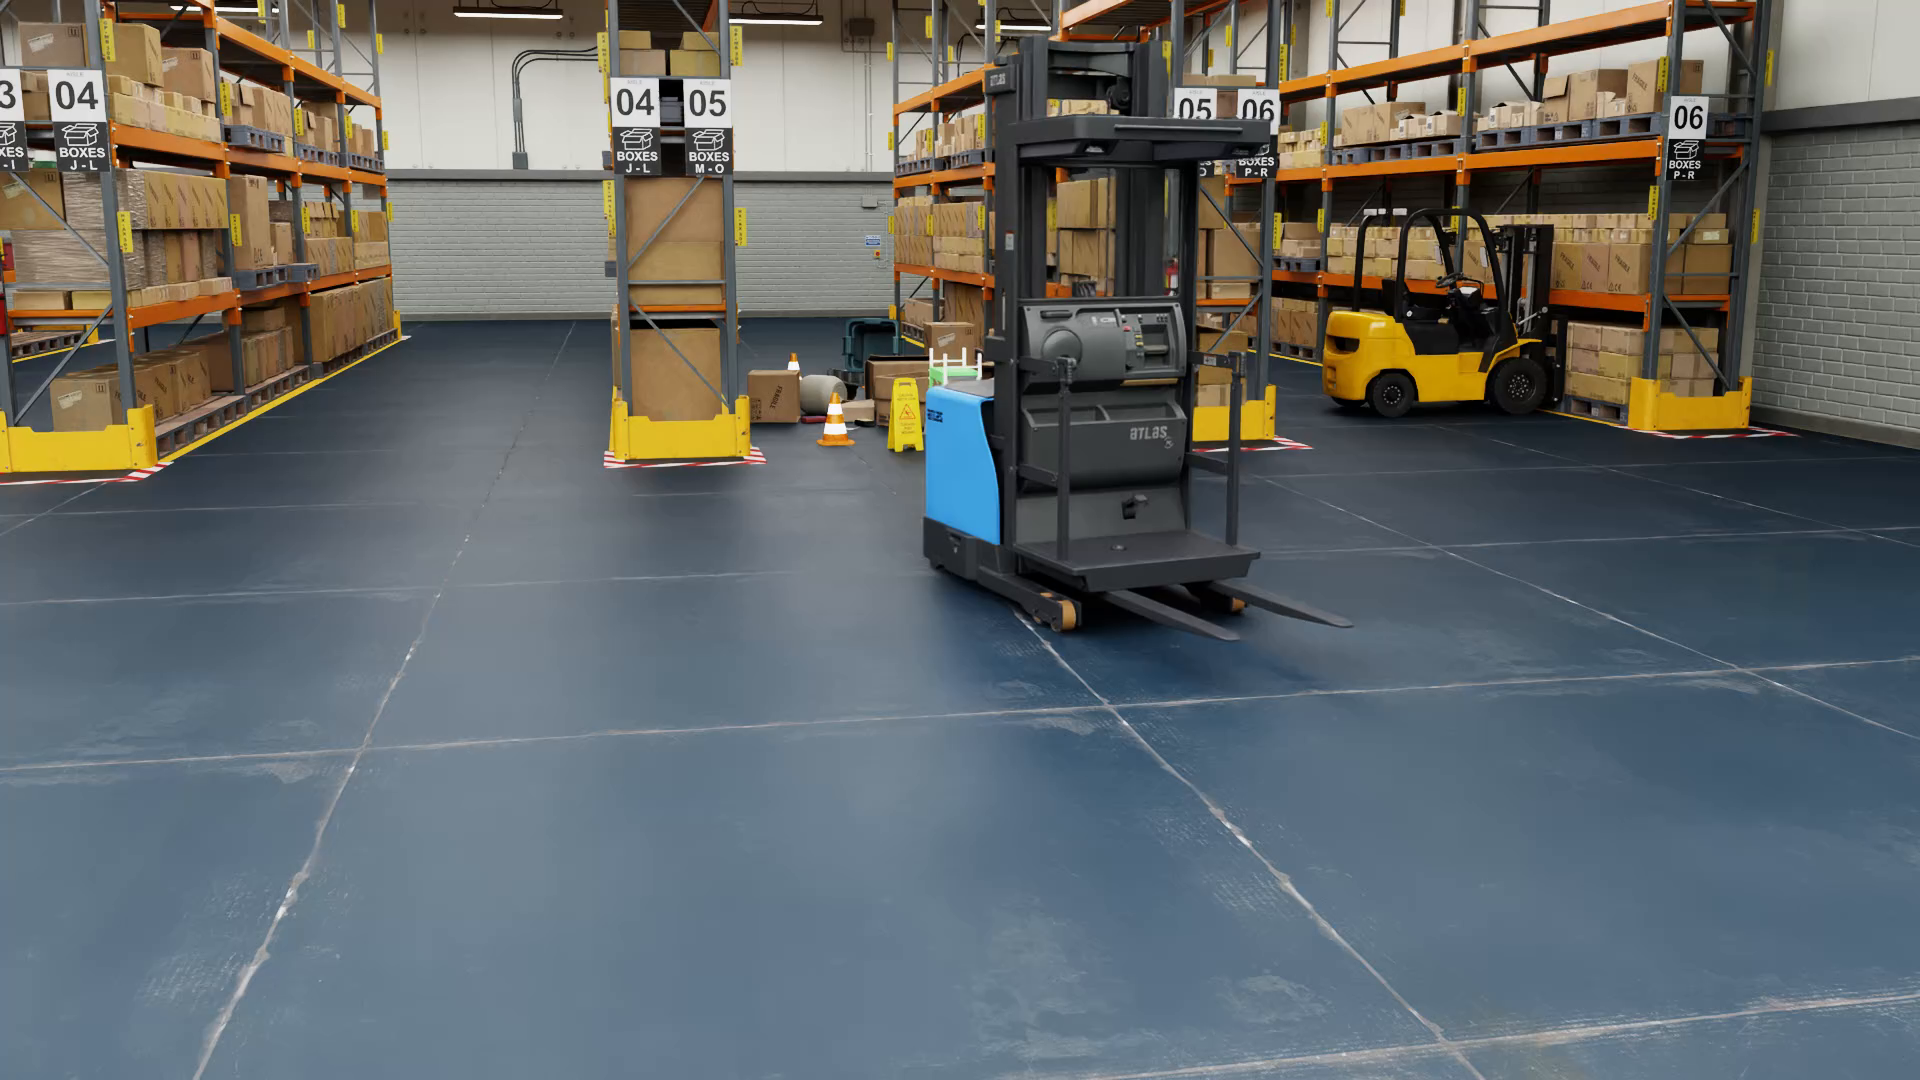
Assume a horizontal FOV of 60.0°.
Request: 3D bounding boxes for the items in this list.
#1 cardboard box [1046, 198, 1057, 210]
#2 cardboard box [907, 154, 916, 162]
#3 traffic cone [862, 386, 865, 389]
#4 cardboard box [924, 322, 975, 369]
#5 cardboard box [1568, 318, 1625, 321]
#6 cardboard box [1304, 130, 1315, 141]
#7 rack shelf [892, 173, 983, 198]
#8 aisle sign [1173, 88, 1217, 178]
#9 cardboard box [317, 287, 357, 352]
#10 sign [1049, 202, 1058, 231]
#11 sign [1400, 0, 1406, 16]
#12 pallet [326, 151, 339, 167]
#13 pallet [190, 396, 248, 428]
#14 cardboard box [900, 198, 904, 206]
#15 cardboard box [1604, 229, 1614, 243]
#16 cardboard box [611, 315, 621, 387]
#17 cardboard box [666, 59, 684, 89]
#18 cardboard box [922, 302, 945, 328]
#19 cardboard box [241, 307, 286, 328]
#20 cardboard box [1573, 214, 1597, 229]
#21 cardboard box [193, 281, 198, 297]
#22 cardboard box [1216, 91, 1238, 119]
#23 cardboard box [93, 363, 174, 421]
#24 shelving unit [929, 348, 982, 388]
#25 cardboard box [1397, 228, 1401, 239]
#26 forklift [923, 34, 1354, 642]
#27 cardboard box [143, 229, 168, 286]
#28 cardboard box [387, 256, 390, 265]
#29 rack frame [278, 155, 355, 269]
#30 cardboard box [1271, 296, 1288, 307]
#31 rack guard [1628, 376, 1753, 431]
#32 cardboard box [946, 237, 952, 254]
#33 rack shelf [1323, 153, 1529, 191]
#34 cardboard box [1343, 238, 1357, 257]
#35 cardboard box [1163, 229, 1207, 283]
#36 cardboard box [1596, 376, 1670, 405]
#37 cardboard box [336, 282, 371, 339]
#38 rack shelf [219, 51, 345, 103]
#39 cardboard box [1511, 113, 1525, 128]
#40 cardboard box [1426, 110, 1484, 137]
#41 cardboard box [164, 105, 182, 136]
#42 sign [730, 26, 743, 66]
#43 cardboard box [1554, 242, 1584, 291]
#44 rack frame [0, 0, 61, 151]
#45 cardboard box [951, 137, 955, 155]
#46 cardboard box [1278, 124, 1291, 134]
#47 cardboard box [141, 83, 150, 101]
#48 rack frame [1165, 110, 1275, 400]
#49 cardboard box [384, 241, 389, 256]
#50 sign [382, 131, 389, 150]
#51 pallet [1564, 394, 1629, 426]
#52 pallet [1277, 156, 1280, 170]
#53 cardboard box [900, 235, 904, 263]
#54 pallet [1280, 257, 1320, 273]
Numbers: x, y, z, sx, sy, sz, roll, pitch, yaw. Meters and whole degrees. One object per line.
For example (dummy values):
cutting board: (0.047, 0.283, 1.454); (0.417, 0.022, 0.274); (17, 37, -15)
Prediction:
cardboard box: (1.158, -4.077, 20.175); (0.380, 0.149, 0.250); (-2, 11, -13)
cardboard box: (-0.731, -6.753, 29.414); (0.380, 0.149, 0.250); (-2, 11, -9)
traffic cone: (-1.035, -2.102, 20.502); (0.336, 0.463, 0.334); (-2, 11, -11)
cardboard box: (-0.124, -2.229, 19.043); (0.500, 0.500, 0.500); (-2, 11, -11)
cardboard box: (7.074, -2.322, 18.430); (0.500, 0.250, 0.500); (-2, 11, -12)
cardboard box: (5.301, -5.963, 24.518); (0.380, 0.149, 0.250); (-2, 11, -13)
rack shelf: (-0.328, -6.109, 28.672); (1.077, 0.370, 4.000); (-2, 11, -11)
aisle sign: (2.122, -3.676, 15.036); (0.394, 0.787, 0.004); (-2, 11, -11)
cardboard box: (-9.342, -3.144, 23.750); (1.225, 0.875, 0.875); (-3, 11, -13)
sign: (1.073, -3.703, 19.031); (0.100, 0.325, 0.005); (-2, 11, -11)
sign: (6.250, -7.574, 23.502); (0.100, 0.325, 0.005); (-2, 11, -11)
pallet: (-9.434, -5.475, 23.928); (0.805, 0.209, 1.217); (-3, 11, -13)
pallet: (-7.939, -1.303, 16.976); (1.003, 0.211, 1.213); (-2, 11, -11)
cardboard box: (-0.861, -6.042, 29.742); (0.380, 0.149, 0.250); (-2, 11, -9)
cardboard box: (6.851, -3.119, 17.059); (0.380, 0.149, 0.250); (-2, 11, -10)
cardboard box: (-3.428, -2.168, 18.958); (1.050, 0.750, 0.750); (-2, 11, -11)
cardboard box: (-2.383, -4.215, 15.011); (0.500, 0.250, 0.500); (-2, 11, -12)
cardboard box: (-0.131, -3.853, 28.646); (0.875, 0.438, 0.875); (-2, 11, -13)
cardboard box: (-8.723, -2.763, 20.692); (0.500, 0.250, 0.500); (-2, 11, -9)
cardboard box: (6.695, -3.357, 17.516); (0.380, 0.149, 0.250); (-2, 11, -10)
cardboard box: (-7.580, -2.411, 16.014); (0.380, 0.149, 0.250); (-2, 11, -11)
cardboard box: (2.558, -4.069, 15.636); (0.500, 0.250, 0.500); (-2, 11, -12)
cardboard box: (-7.684, -1.378, 15.477); (0.500, 0.500, 0.500); (-1, 11, -6)
shelving unit: (-0.032, -0.620, 10.744); (0.258, 1.200, 0.503); (-2, 11, -11)
cardboard box: (5.923, -3.992, 21.643); (0.380, 0.149, 0.250); (-2, 11, -11)
forklift: (0.850, -1.069, 8.477); (1.130, 2.935, 3.031); (-5, 12, -24)
cardboard box: (-7.676, -2.538, 14.948); (0.875, 0.500, 0.500); (-2, 11, -11)
cardboard box: (-10.046, -4.818, 28.662); (0.380, 0.149, 0.250); (-2, 11, -10)
rack frame: (-9.660, -4.262, 25.064); (1.000, 3.000, 0.127); (-2, 11, -11)
cardboard box: (5.053, -3.787, 26.401); (0.380, 0.149, 0.250); (-2, 11, -9)
rack guard: (7.267, -1.370, 16.557); (1.175, 0.500, 0.348); (-2, 11, -11)
cardboard box: (0.070, -4.515, 25.459); (0.500, 0.250, 0.500); (-2, 11, -10)
rack shelf: (6.096, -4.823, 21.915); (1.077, 0.370, 4.000); (-2, 11, -11)
cardboard box: (5.650, -4.059, 23.065); (0.500, 0.250, 0.500); (-2, 11, -9)
cardboard box: (2.019, -2.706, 15.828); (0.500, 0.500, 0.500); (-2, 11, -12)
cardboard box: (6.861, -1.533, 16.957); (0.500, 0.250, 0.500); (-2, 11, -11)
cardboard box: (-9.710, -3.548, 25.875); (0.875, 0.875, 0.875); (-2, 11, -11)
rack shelf: (-9.271, -6.292, 22.681); (1.077, 0.370, 4.000); (-2, 11, -11)
cardboard box: (6.423, -4.707, 18.664); (0.380, 0.149, 0.250); (-2, 11, -9)
cardboard box: (6.105, -5.145, 20.531); (0.500, 0.311, 0.500); (-2, 11, -13)
cardboard box: (-7.472, -3.839, 15.223); (0.500, 0.250, 0.500); (-2, 11, -9)
sign: (-1.896, -4.183, 14.082); (0.100, 0.325, 0.005); (-2, 11, -11)
cardboard box: (6.717, -2.922, 17.756); (0.500, 0.500, 0.500); (-2, 11, -12)
rack frame: (-15.297, -7.762, 27.411); (1.000, 3.000, 0.127); (-2, 11, -11)
cardboard box: (0.072, -5.888, 24.823); (0.396, 0.266, 0.258); (-1, 11, -6)
cardboard box: (5.139, -6.657, 27.007); (0.396, 0.266, 0.258); (-2, 11, -11)
cardboard box: (-7.305, -3.906, 14.506); (0.380, 0.149, 0.250); (-2, 11, -11)
rack frame: (2.394, -2.421, 15.394); (1.000, 3.000, 0.127); (-2, 11, -11)
cardboard box: (-10.084, -4.988, 28.489); (0.500, 0.250, 0.500); (-2, 11, -12)
sign: (-9.903, -6.882, 28.653); (0.100, 0.325, 0.005); (-2, 11, -11)
pallet: (7.073, -1.371, 17.336); (1.003, 0.211, 1.213); (-2, 11, -11)
pallet: (5.191, -5.872, 26.006); (1.213, 0.211, 1.003); (-2, 11, -11)
cardboard box: (-0.780, -5.214, 29.803); (0.500, 0.500, 0.500); (-2, 11, -12)
pallet: (5.506, -4.097, 24.713); (1.213, 0.211, 1.003); (-2, 11, -11)
